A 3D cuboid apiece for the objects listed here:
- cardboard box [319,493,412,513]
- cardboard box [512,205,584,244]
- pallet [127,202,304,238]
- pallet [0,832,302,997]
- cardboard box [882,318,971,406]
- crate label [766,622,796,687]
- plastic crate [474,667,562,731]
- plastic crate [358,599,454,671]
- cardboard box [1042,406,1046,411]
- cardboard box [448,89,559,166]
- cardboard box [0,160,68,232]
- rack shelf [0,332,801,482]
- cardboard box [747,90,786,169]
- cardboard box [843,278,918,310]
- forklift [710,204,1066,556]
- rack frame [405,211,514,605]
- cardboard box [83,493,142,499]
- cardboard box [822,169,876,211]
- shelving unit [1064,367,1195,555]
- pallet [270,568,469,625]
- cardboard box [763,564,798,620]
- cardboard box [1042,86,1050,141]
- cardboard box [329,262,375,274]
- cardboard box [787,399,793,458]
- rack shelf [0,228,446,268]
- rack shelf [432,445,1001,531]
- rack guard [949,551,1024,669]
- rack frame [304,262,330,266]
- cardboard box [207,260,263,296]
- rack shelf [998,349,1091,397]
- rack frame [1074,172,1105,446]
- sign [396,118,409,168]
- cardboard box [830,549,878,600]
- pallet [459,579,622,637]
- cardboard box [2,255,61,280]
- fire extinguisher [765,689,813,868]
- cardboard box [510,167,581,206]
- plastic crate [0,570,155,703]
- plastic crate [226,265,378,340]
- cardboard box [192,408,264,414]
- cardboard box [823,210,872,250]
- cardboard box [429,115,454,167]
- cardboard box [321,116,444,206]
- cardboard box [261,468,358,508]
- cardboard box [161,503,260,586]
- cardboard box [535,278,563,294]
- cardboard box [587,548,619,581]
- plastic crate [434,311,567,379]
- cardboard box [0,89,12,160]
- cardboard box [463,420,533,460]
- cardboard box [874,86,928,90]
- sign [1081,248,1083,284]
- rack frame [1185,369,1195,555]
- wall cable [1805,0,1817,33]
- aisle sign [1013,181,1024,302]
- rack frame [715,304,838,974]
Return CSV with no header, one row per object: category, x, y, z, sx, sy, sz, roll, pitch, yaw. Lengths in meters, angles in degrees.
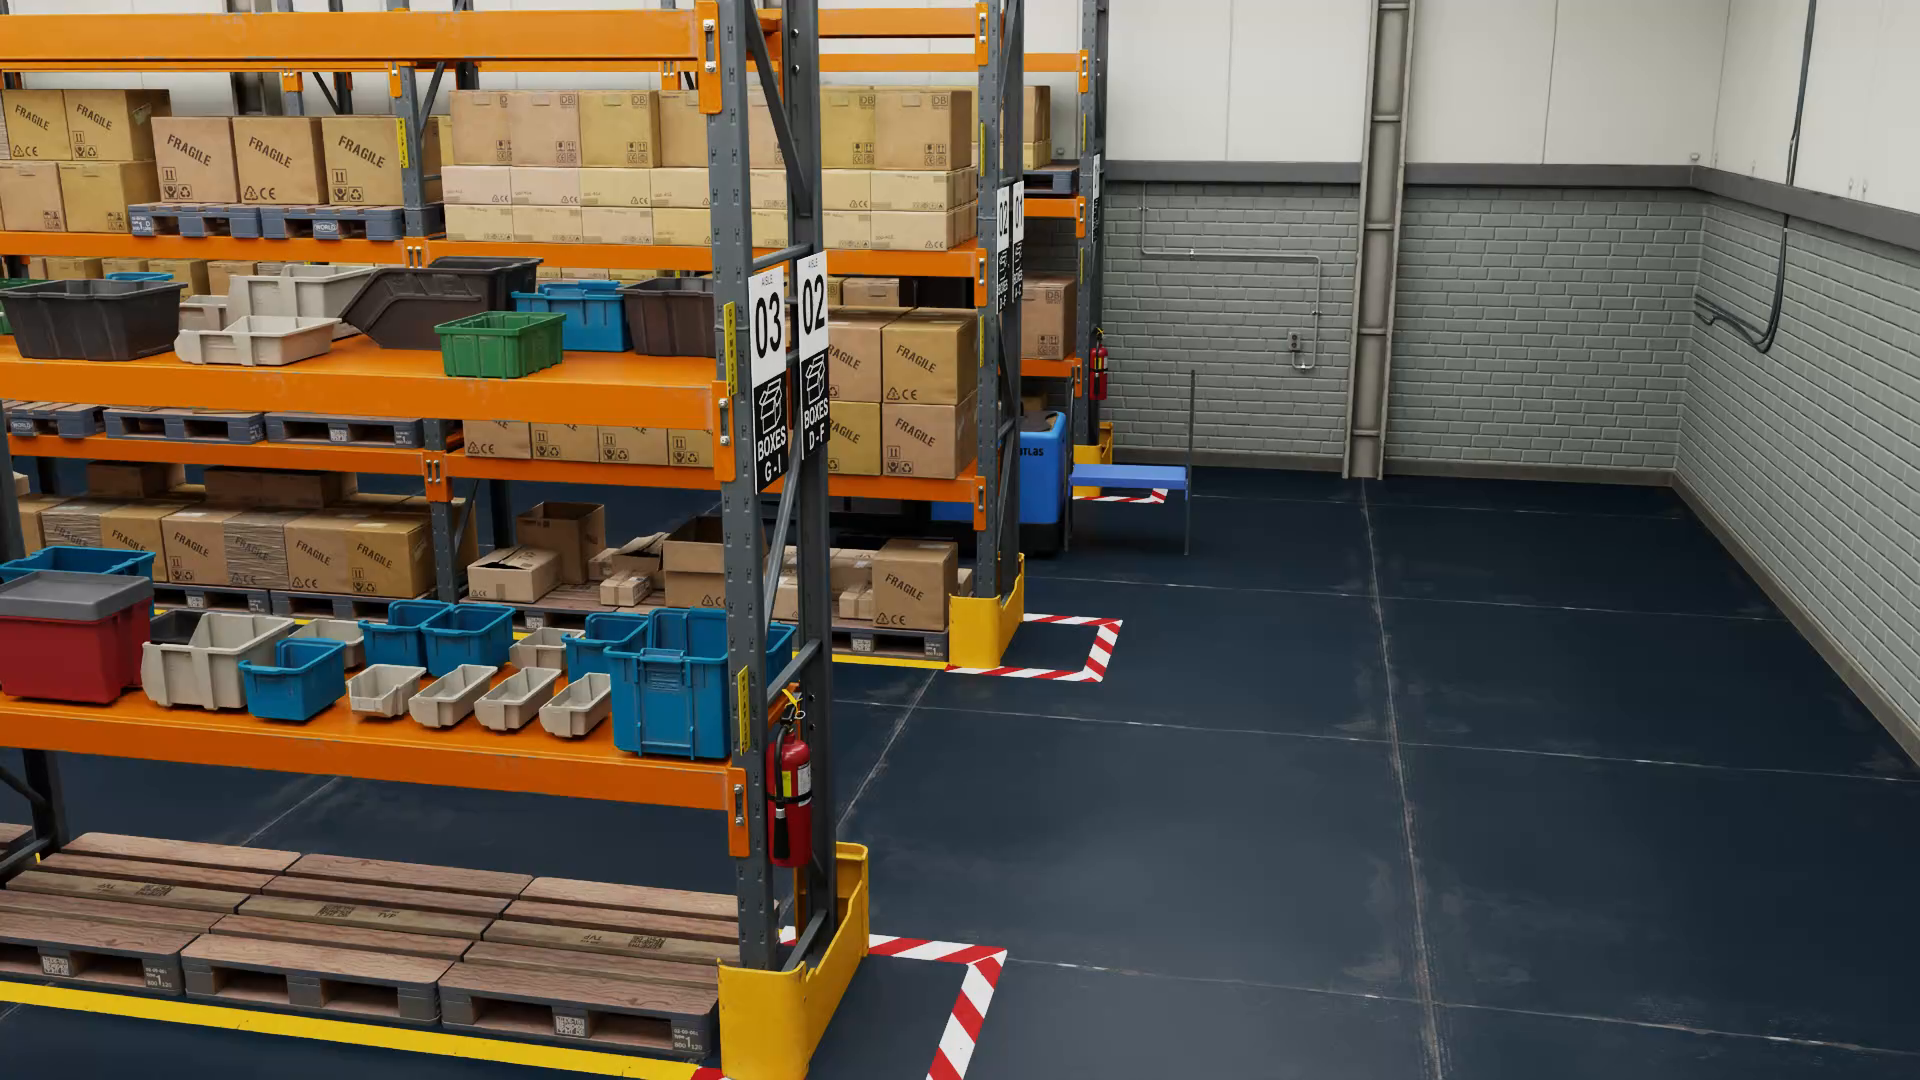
cardboard box,-4.597,-0.055,12.931,0.500,0.500,0.500,3,16,12
cardboard box,-2.730,-2.188,11.434,0.500,0.250,0.500,3,16,11
pallet,-5.288,-2.395,12.253,1.003,0.211,1.213,3,16,11
pallet,-3.909,1.735,7.832,1.213,0.211,1.003,3,16,11
cardboard box,-0.217,-1.202,11.152,0.500,0.500,0.500,3,16,11
crate label,-0.894,0.528,7.168,0.303,0.233,0.416,3,16,11
plastic crate,-1.834,0.658,6.878,0.243,0.136,0.396,3,16,11
plastic crate,-2.478,0.442,7.479,0.300,0.233,0.416,3,16,11
cardboard box,0.551,-1.025,16.469,0.500,0.500,0.700,3,16,11
cardboard box,-3.162,-2.893,11.636,0.500,0.500,0.700,3,16,11
cardboard box,-6.632,-2.598,12.445,0.500,0.500,0.910,3,16,11
rack shelf,-2.677,-0.630,6.875,4.000,0.370,1.077,3,16,11
cardboard box,-1.218,-2.766,11.180,0.500,0.500,0.700,3,16,11
cardboard box,-0.705,-2.264,16.484,0.700,0.700,0.980,2,16,8
forklift,-0.619,-1.436,14.184,3.031,2.935,1.130,2,16,8
rack frame,-3.646,-0.933,12.241,0.127,3.000,1.000,3,16,11
cardboard box,-6.603,-0.165,13.326,0.500,0.500,0.500,4,16,13
cardboard box,-0.771,-2.321,10.979,0.500,0.250,0.500,3,16,11
shelving unit,1.441,-0.677,14.128,1.048,1.500,0.538,2,16,8
pallet,-4.451,0.378,12.734,1.213,0.211,1.003,3,16,11
cardboard box,-1.233,0.370,11.864,0.500,0.250,0.500,3,16,11
cardboard box,0.590,-4.103,15.970,0.500,0.500,0.500,2,16,9
cardboard box,-6.161,-2.911,17.196,0.500,0.250,0.500,3,16,12
cardboard box,-1.217,-0.776,11.486,0.500,0.500,0.500,3,16,12
rack shelf,-5.606,-2.138,12.321,4.000,0.370,1.077,3,16,11
rack shelf,-1.686,-0.480,11.953,4.000,0.370,1.077,3,16,11
rack guard,0.199,0.480,11.821,0.348,0.500,1.175,3,16,11
rack frame,-6.583,-2.442,17.688,0.127,3.000,1.000,3,16,11
cardboard box,-7.598,-2.747,17.778,0.500,0.500,0.700,2,16,6
rack shelf,-0.703,-1.776,16.632,4.000,0.370,1.077,3,16,11
rack frame,1.257,-2.016,16.152,0.127,3.000,1.000,3,16,11
sign,-3.753,-2.672,11.194,0.005,0.325,0.100,3,16,11
cardboard box,-0.693,0.263,12.249,0.500,0.250,0.500,3,16,11
pallet,-2.973,0.448,12.480,1.213,0.211,1.003,3,16,11
cardboard box,-10.010,-2.879,18.254,0.500,0.500,0.700,3,16,11
fire extinguisher,-0.660,0.919,6.398,0.183,0.674,0.296,3,16,11
cardboard box,-2.729,-2.430,11.372,0.500,0.250,0.500,3,16,11
plastic crate,-3.812,0.416,7.139,0.583,0.464,0.402,3,16,11
plastic crate,-2.828,-1.012,7.128,0.530,0.282,0.437,3,16,11
cardboard box,-5.390,-1.261,12.453,0.500,0.500,0.700,-1,16,-3
cardboard box,-0.770,-2.081,11.048,0.500,0.250,0.500,3,16,11
cardboard box,-5.027,-4.089,17.006,0.500,0.500,0.700,4,16,14
cardboard box,-4.125,-2.723,11.924,0.600,0.600,0.600,2,16,6
cardboard box,-5.052,-0.444,12.931,0.500,0.250,0.500,3,16,11
cardboard box,-5.660,0.027,12.635,0.500,0.500,0.500,3,16,9
cardboard box,-4.158,-2.442,16.908,0.500,0.500,0.500,3,16,11
cardboard box,-2.652,0.189,12.706,0.250,0.149,0.380,3,16,11
plastic crate,-1.741,-0.746,6.343,0.336,0.188,0.450,3,16,11
cardboard box,-7.140,-3.096,12.372,0.500,0.500,0.500,3,16,11
cardboard box,-3.201,-0.883,11.872,0.500,0.500,0.500,4,16,13
cardboard box,-0.516,-4.024,15.683,0.500,0.500,0.500,2,16,9
sign,1.135,-2.547,15.456,0.005,0.325,0.100,3,16,11
rack frame,1.944,-0.659,14.061,0.032,1.500,0.500,2,16,8
wall cable,6.189,-4.743,11.113,0.112,2.526,3.097,3,16,11
aisle sign,0.399,-2.046,11.390,0.004,0.787,0.394,3,16,11
rack frame,-0.717,0.575,6.796,0.127,3.000,1.000,3,16,11
